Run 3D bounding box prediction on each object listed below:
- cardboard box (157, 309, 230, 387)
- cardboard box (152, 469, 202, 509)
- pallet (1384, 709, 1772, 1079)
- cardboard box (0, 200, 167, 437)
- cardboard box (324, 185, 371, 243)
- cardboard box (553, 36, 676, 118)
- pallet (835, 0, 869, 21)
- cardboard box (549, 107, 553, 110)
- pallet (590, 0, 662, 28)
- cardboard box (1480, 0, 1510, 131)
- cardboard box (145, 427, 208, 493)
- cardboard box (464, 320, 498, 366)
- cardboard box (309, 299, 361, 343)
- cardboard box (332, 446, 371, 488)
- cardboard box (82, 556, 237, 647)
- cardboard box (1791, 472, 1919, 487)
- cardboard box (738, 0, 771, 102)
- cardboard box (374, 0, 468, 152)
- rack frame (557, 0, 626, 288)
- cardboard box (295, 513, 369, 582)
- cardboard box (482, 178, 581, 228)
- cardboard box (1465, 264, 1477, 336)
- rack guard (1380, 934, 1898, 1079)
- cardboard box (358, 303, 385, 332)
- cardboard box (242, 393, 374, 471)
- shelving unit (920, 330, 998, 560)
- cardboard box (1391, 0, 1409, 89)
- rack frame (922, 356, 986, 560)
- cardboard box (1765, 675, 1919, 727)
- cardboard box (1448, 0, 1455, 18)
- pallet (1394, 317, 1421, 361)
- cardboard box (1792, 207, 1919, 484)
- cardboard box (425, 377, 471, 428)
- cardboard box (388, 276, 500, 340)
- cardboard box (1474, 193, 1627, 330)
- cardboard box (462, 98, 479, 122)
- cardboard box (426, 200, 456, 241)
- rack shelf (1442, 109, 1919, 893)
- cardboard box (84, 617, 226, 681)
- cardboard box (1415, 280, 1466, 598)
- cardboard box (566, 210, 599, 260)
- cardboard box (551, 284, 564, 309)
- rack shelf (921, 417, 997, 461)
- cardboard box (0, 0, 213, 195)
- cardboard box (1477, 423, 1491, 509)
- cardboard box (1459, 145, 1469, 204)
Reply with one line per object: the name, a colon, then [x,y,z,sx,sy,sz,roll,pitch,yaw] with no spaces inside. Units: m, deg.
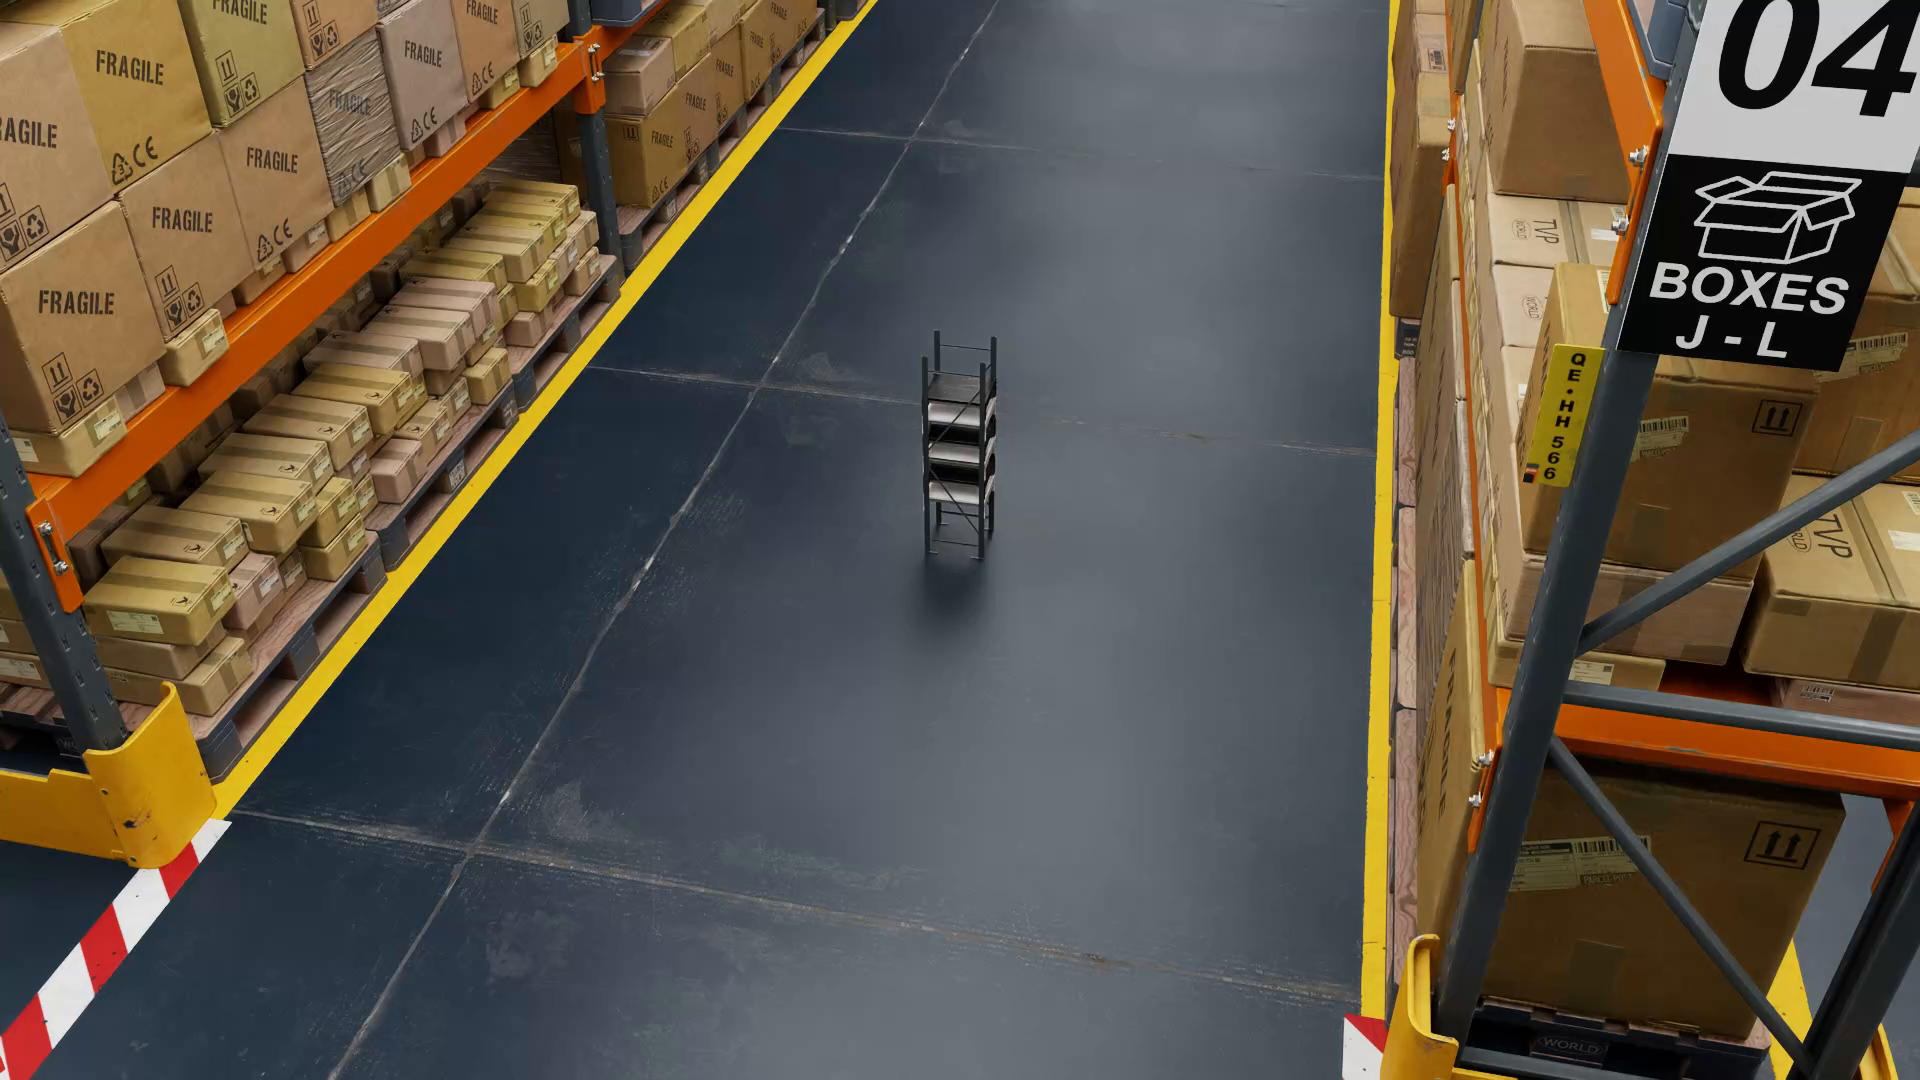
cardboard box: [-2.569,-0.626,5.272,0.380,0.149,0.250,6,36,9]
cardboard box: [-2.981,-0.199,6.286,0.380,0.149,0.250,7,37,9]
pallet: [1.836,1.056,5.114,1.003,0.211,1.213,7,37,10]
cardboard box: [-2.716,-0.669,4.778,0.500,0.500,0.500,9,37,12]
cardboard box: [-2.409,-1.229,6.103,0.380,0.149,0.250,9,37,12]
cardboard box: [-1.812,-2.430,8.680,0.500,0.250,0.500,6,36,8]
pallet: [-1.131,-4.185,12.344,1.003,0.211,1.213,7,37,10]
cardboard box: [-2.316,-2.498,8.774,0.500,0.250,0.500,6,36,9]
pallet: [-1.922,-2.920,8.387,1.003,0.211,1.213,7,37,10]
cardboard box: [2.131,-1.738,5.827,0.500,0.500,0.500,7,37,10]
cardboard box: [-3.058,-0.319,6.198,0.380,0.149,0.250,6,36,8]
cardboard box: [-2.255,-0.901,7.255,0.380,0.149,0.250,8,37,11]
cardboard box: [-2.771,-0.907,7.010,0.380,0.149,0.250,6,36,8]
cardboard box: [-2.515,-0.288,6.409,0.380,0.149,0.250,6,36,8]
cardboard box: [-2.638,0.201,5.482,0.380,0.149,0.250,6,36,8]
cardboard box: [2.213,-0.205,4.351,0.500,0.250,0.500,7,37,9]
cardboard box: [-1.470,-3.017,10.129,0.500,0.500,0.500,6,36,8]
cardboard box: [-2.275,-1.844,6.399,0.500,0.500,0.500,7,37,10]
rack frame: [-2.228,-2.578,7.751,1.000,3.000,0.127,7,37,10]
cardboard box: [-2.473,0.003,6.262,0.380,0.149,0.250,8,37,11]
cardboard box: [-2.049,-1.598,7.963,0.380,0.149,0.250,8,37,11]
cardboard box: [1.877,-0.775,5.477,0.380,0.149,0.250,6,36,9]
rack guard: [1.737,1.421,4.364,1.175,0.500,0.348,7,37,10]
cardboard box: [-2.743,-0.937,7.305,0.380,0.149,0.250,9,37,12]
cardboard box: [-2.477,-0.411,6.326,0.380,0.149,0.250,9,37,12]
shelving unit: [-0.002,-0.360,6.479,0.258,0.900,0.210,7,37,10]
cardboard box: [3.283,-3.108,9.935,1.225,0.875,0.875,6,36,8]
rack frame: [-0.023,-0.301,6.399,0.240,0.900,0.006,7,37,10]
cardboard box: [2.140,0.334,3.947,0.380,0.149,0.250,8,37,10]
cardboard box: [2.647,-2.825,8.006,0.500,0.500,0.500,7,37,9]
pallet: [2.687,-1.221,8.255,1.003,0.211,1.213,7,37,10]
cardboard box: [2.215,-0.497,4.114,0.500,0.500,0.500,6,36,9]
cardboard box: [-2.321,-0.592,7.082,0.380,0.149,0.250,8,37,11]
cardboard box: [-2.211,-0.997,7.134,0.380,0.149,0.250,6,36,8]
cardboard box: [1.911,-0.858,5.252,0.500,0.250,0.500,7,37,10]
cardboard box: [-2.246,-1.837,6.943,0.380,0.149,0.250,6,36,9]
cardboard box: [-2.620,-1.513,7.846,0.380,0.149,0.250,9,37,12]
rack shelf: [2.169,-0.461,5.442,1.077,0.370,4.000,7,37,10]
cardboard box: [-2.719,0.311,5.583,0.380,0.149,0.250,9,37,12]
cardboard box: [2.185,-0.324,6.094,0.875,0.875,0.875,7,37,10]
cardboard box: [-1.984,-1.494,8.073,0.380,0.149,0.250,8,37,11]
cardboard box: [-2.116,-1.188,7.904,0.380,0.149,0.250,8,37,11]
rack shelf: [-0.002,-0.406,6.446,0.258,0.077,0.200,7,37,10]
cardboard box: [-2.625,-1.365,4.886,0.500,0.500,0.500,8,37,11]
cardboard box: [1.659,-0.186,4.664,0.380,0.149,0.250,8,37,11]
cardboard box: [2.096,-1.367,6.294,0.380,0.149,0.250,8,37,11]
